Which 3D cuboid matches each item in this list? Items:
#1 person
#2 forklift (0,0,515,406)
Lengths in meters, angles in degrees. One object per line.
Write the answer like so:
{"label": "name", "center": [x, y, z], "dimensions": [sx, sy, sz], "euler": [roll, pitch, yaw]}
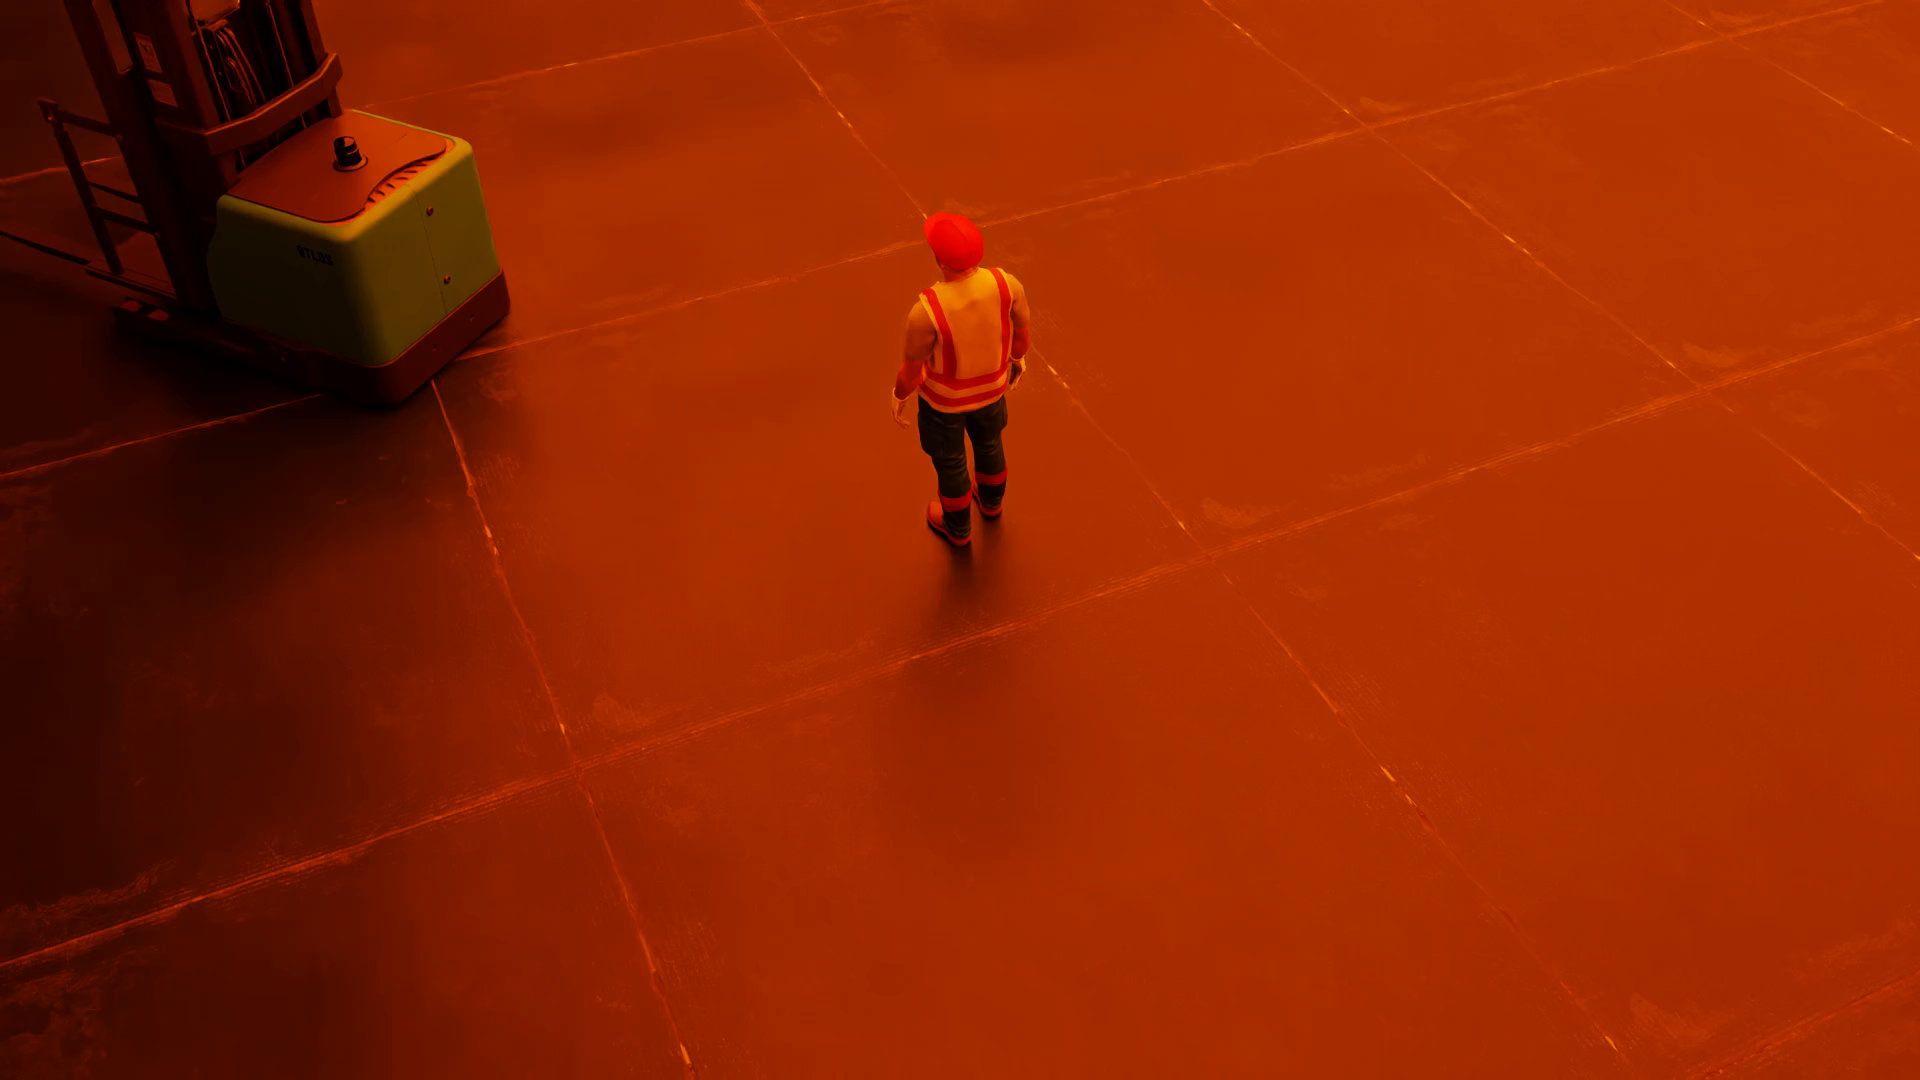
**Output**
{"label": "person", "center": [-0.022, -0.713, 7.270], "dimensions": [0.637, 1.787, 0.564], "euler": [-18, 46, -18]}
{"label": "forklift", "center": [-3.989, -2.445, 8.299], "dimensions": [3.031, 2.935, 1.130], "euler": [18, 46, 19]}
